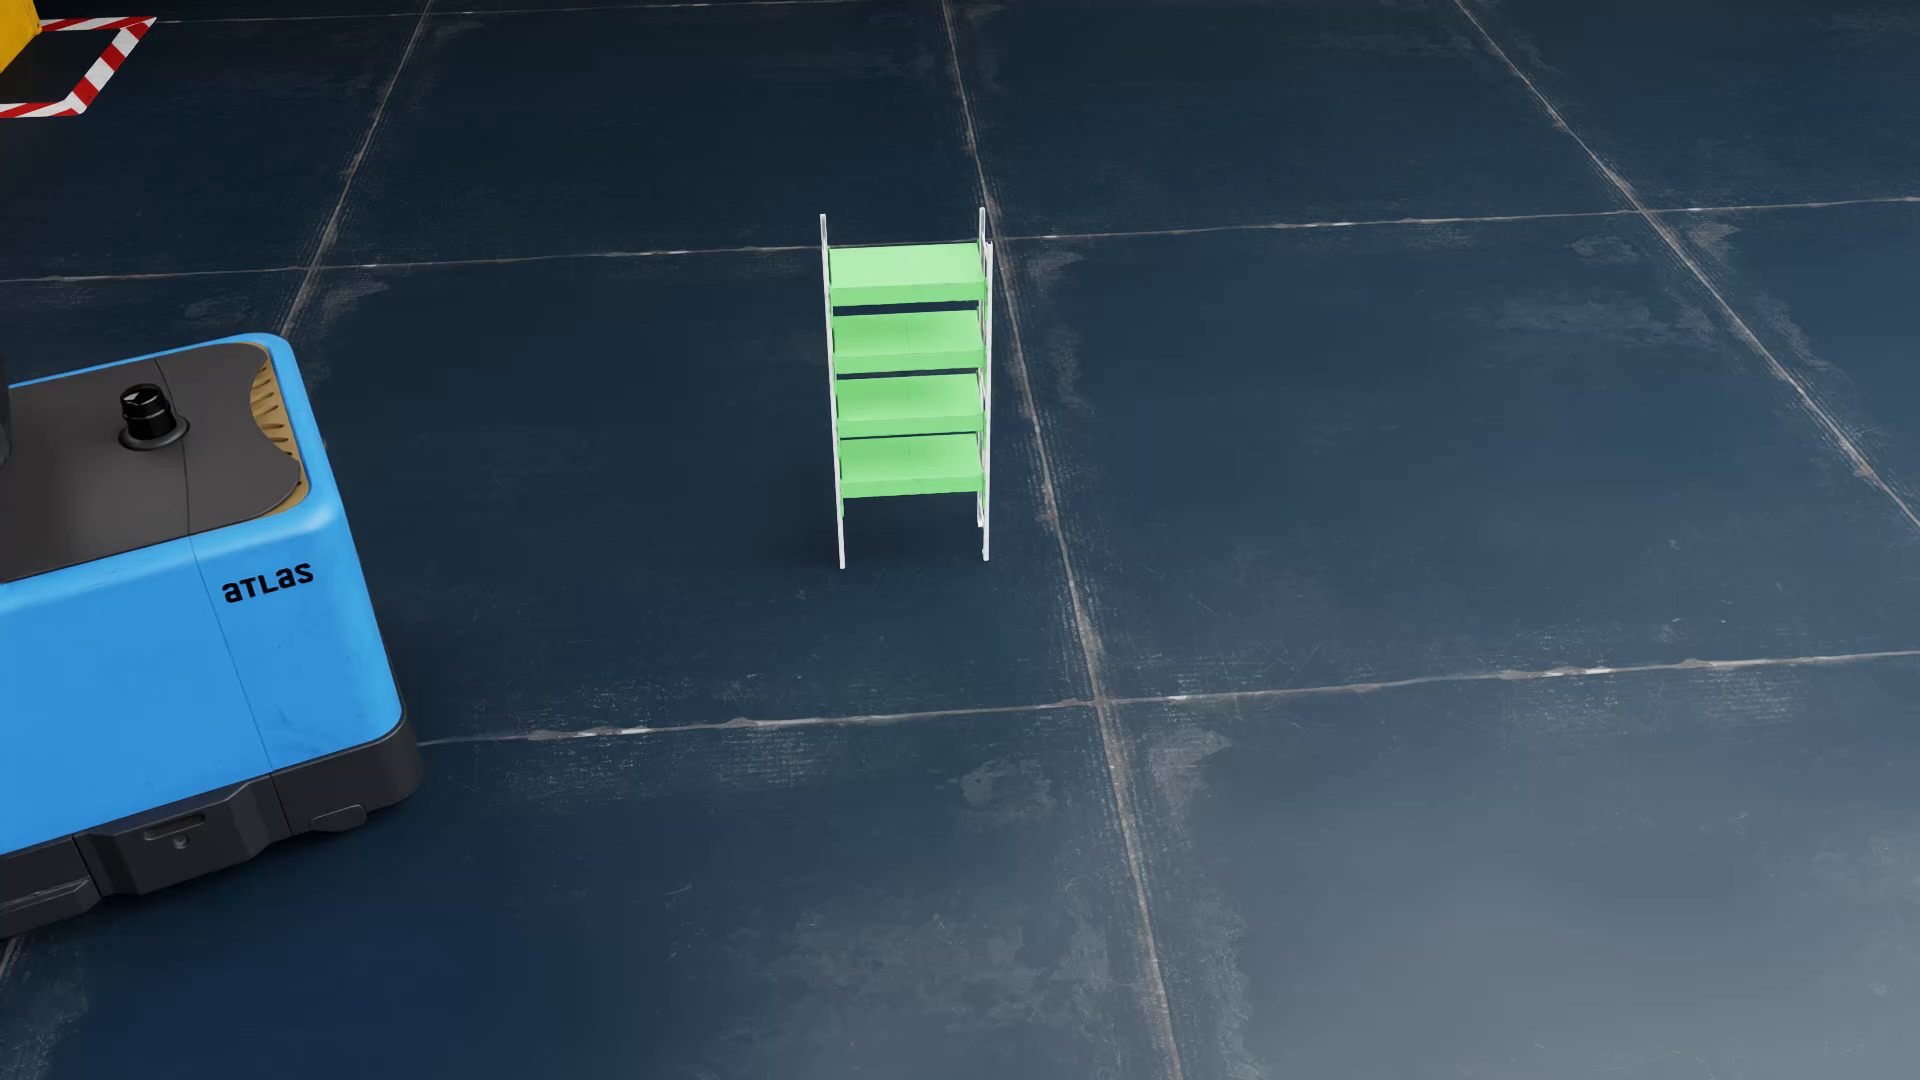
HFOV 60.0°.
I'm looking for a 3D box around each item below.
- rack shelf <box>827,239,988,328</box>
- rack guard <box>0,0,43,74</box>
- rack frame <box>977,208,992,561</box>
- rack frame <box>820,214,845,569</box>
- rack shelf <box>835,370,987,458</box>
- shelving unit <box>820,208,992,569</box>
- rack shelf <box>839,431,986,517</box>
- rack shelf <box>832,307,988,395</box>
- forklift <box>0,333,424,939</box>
[{"bbox_3d":[-0.165,-0.789,5.109,0.480,0.148,0.258,-3,38,-4],"label":"rack shelf"},{"bbox_3d":[-5.315,-2.746,8.827,0.348,0.500,1.175,-3,38,-4],"label":"rack guard"},{"bbox_3d":[0.078,-0.475,5.384,0.015,1.200,0.240,-3,38,-4],"label":"rack frame"},{"bbox_3d":[-0.408,-0.449,5.350,0.015,1.200,0.240,-3,38,-4],"label":"rack frame"},{"bbox_3d":[-0.165,-0.412,5.406,0.480,0.148,0.258,-3,38,-4],"label":"rack shelf"},{"bbox_3d":[-0.165,-0.462,5.367,0.503,1.200,0.258,-3,38,-4],"label":"shelving unit"},{"bbox_3d":[-0.165,-0.223,5.555,0.480,0.148,0.258,-3,38,-4],"label":"rack shelf"},{"bbox_3d":[-0.165,-0.600,5.258,0.480,0.148,0.258,-3,38,-4],"label":"rack shelf"},{"bbox_3d":[-3.095,-0.259,3.712,3.031,2.935,1.130,-17,41,-20],"label":"forklift"}]
